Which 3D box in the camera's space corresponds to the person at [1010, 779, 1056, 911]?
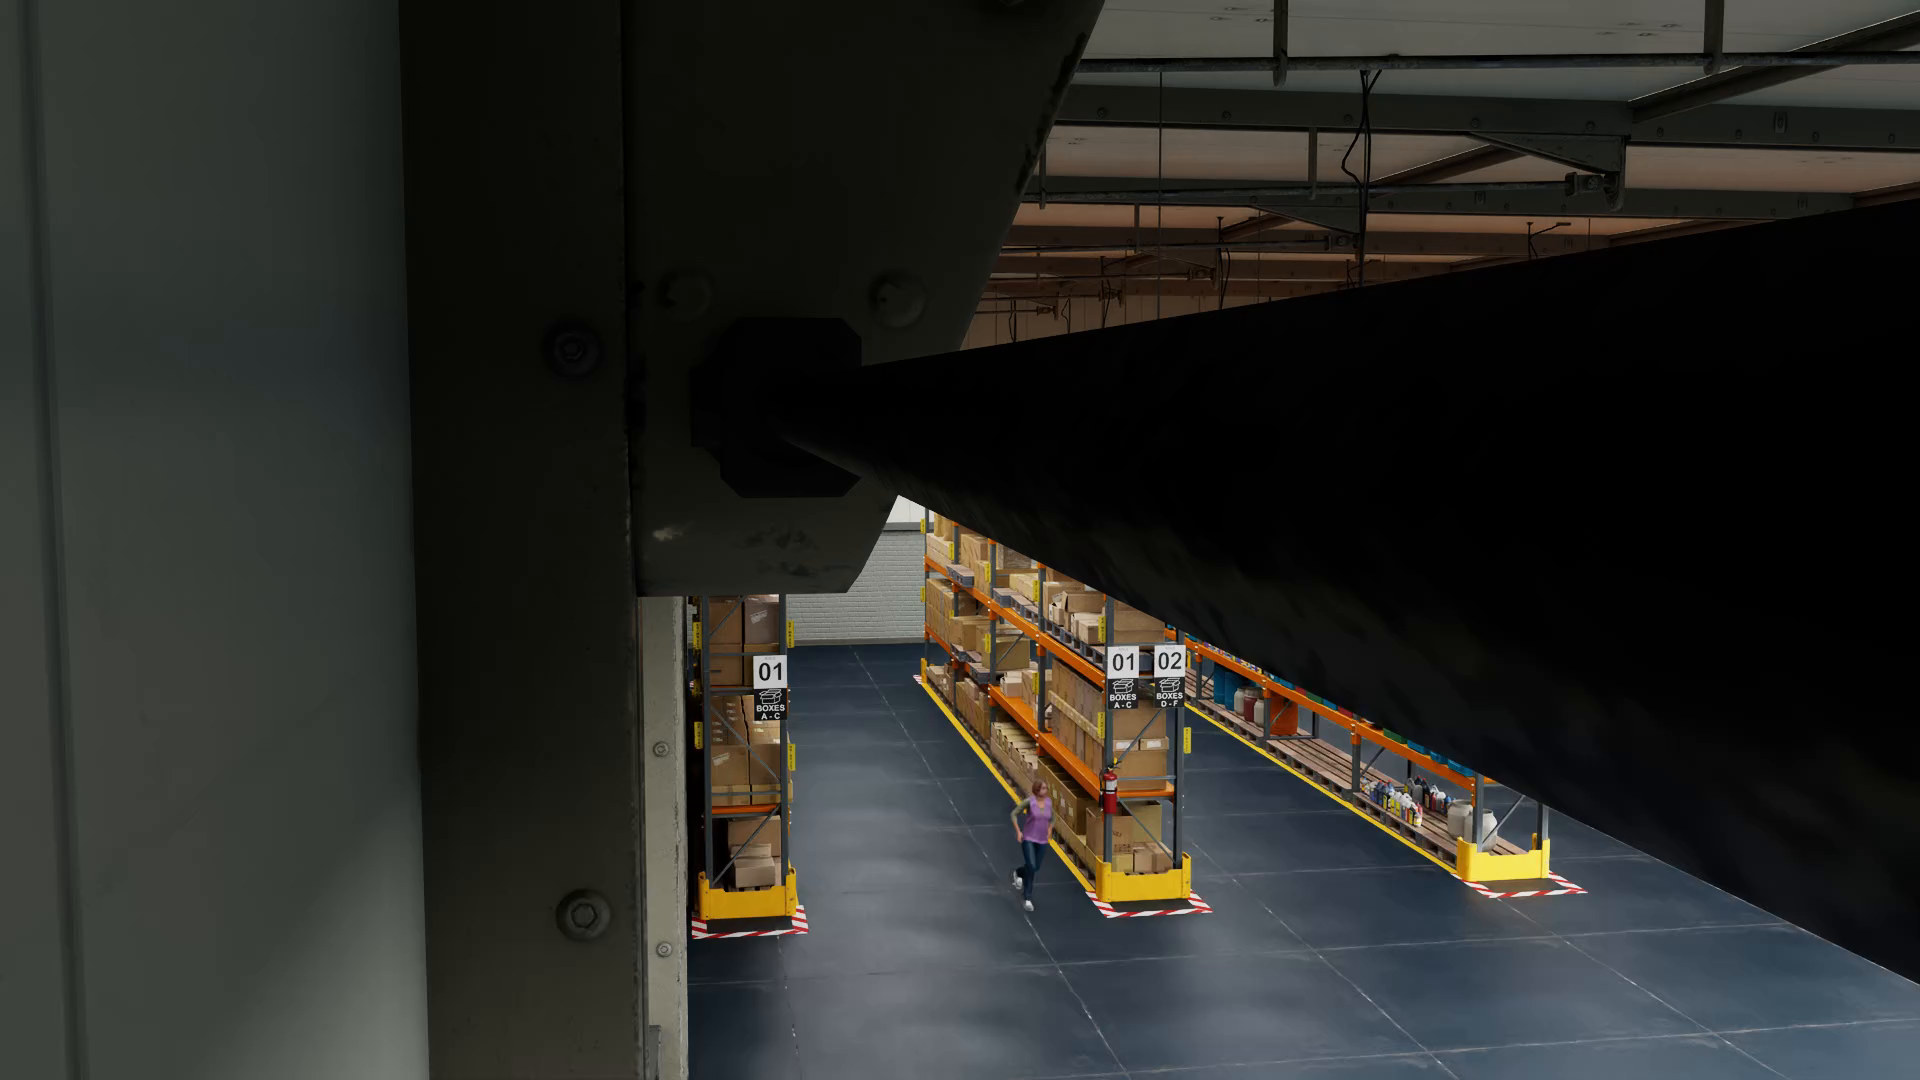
[{"bbox_3d":[0.915,3.747,20.722,0.583,1.574,0.735,-2,5,-22],"label":"person"}]
